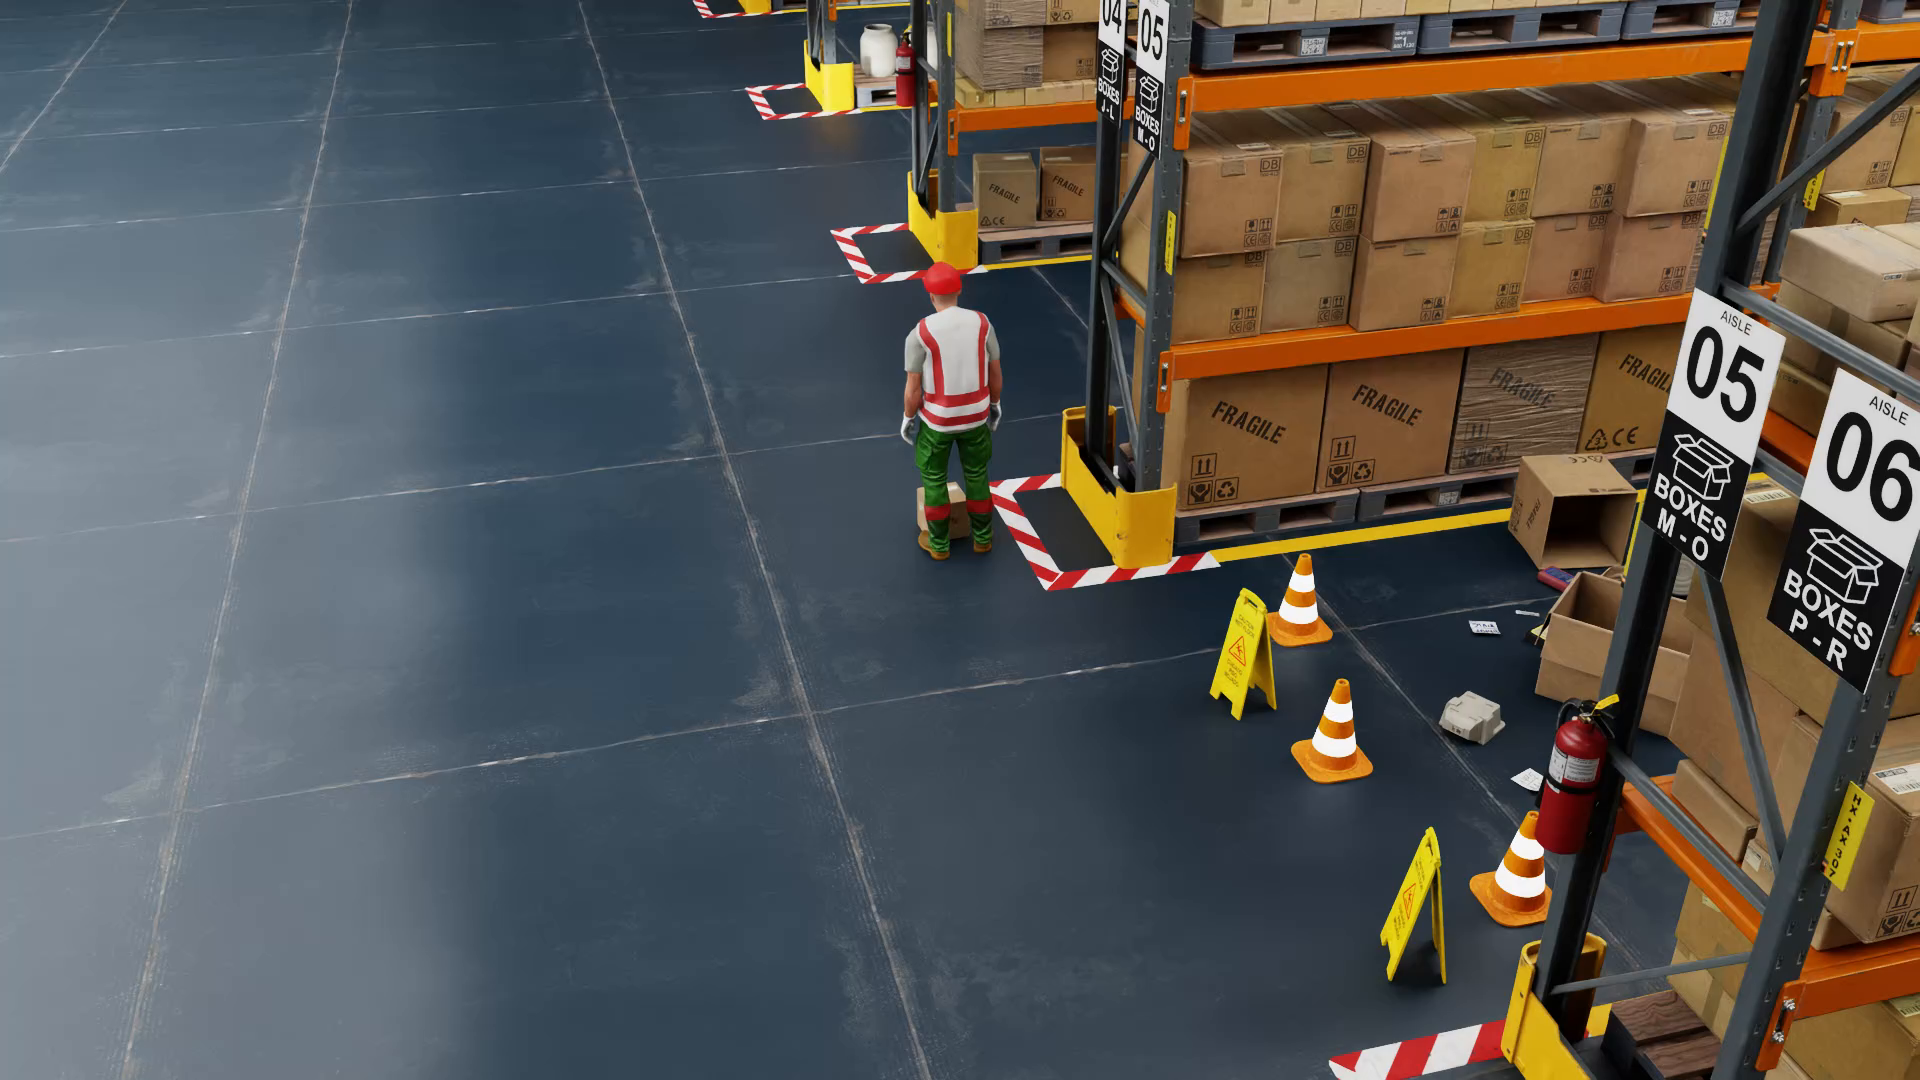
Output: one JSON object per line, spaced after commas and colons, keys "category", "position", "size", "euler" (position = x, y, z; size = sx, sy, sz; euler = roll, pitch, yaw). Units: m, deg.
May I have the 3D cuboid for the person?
{"category": "person", "position": [-0.048, -0.718, 9.472], "size": [0.610, 1.777, 0.451], "euler": [-9, 31, -16]}
